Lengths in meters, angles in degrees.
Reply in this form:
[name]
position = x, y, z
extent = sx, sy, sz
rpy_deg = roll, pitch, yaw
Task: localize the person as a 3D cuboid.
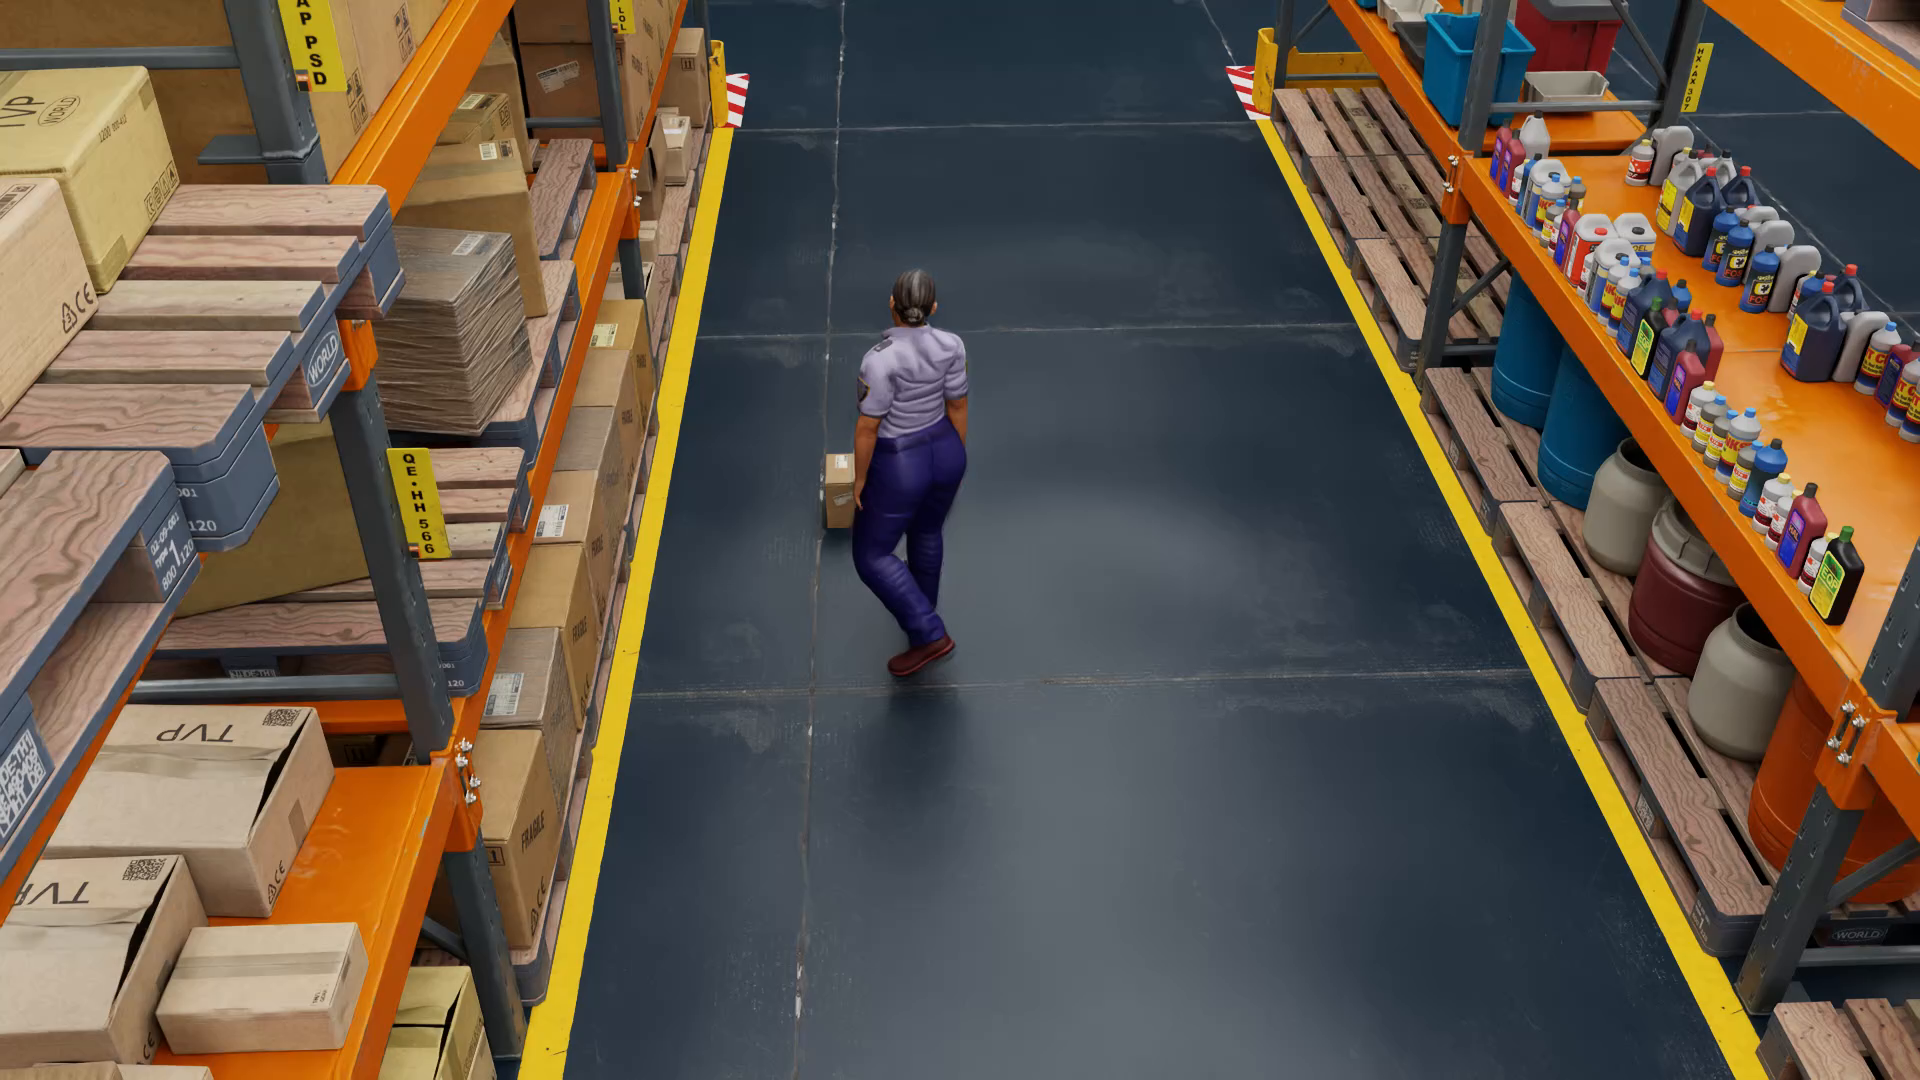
[person]
position = -0.165, -0.244, 6.482
extent = 0.539, 1.640, 0.639
rpy_deg = -26, 43, -31
